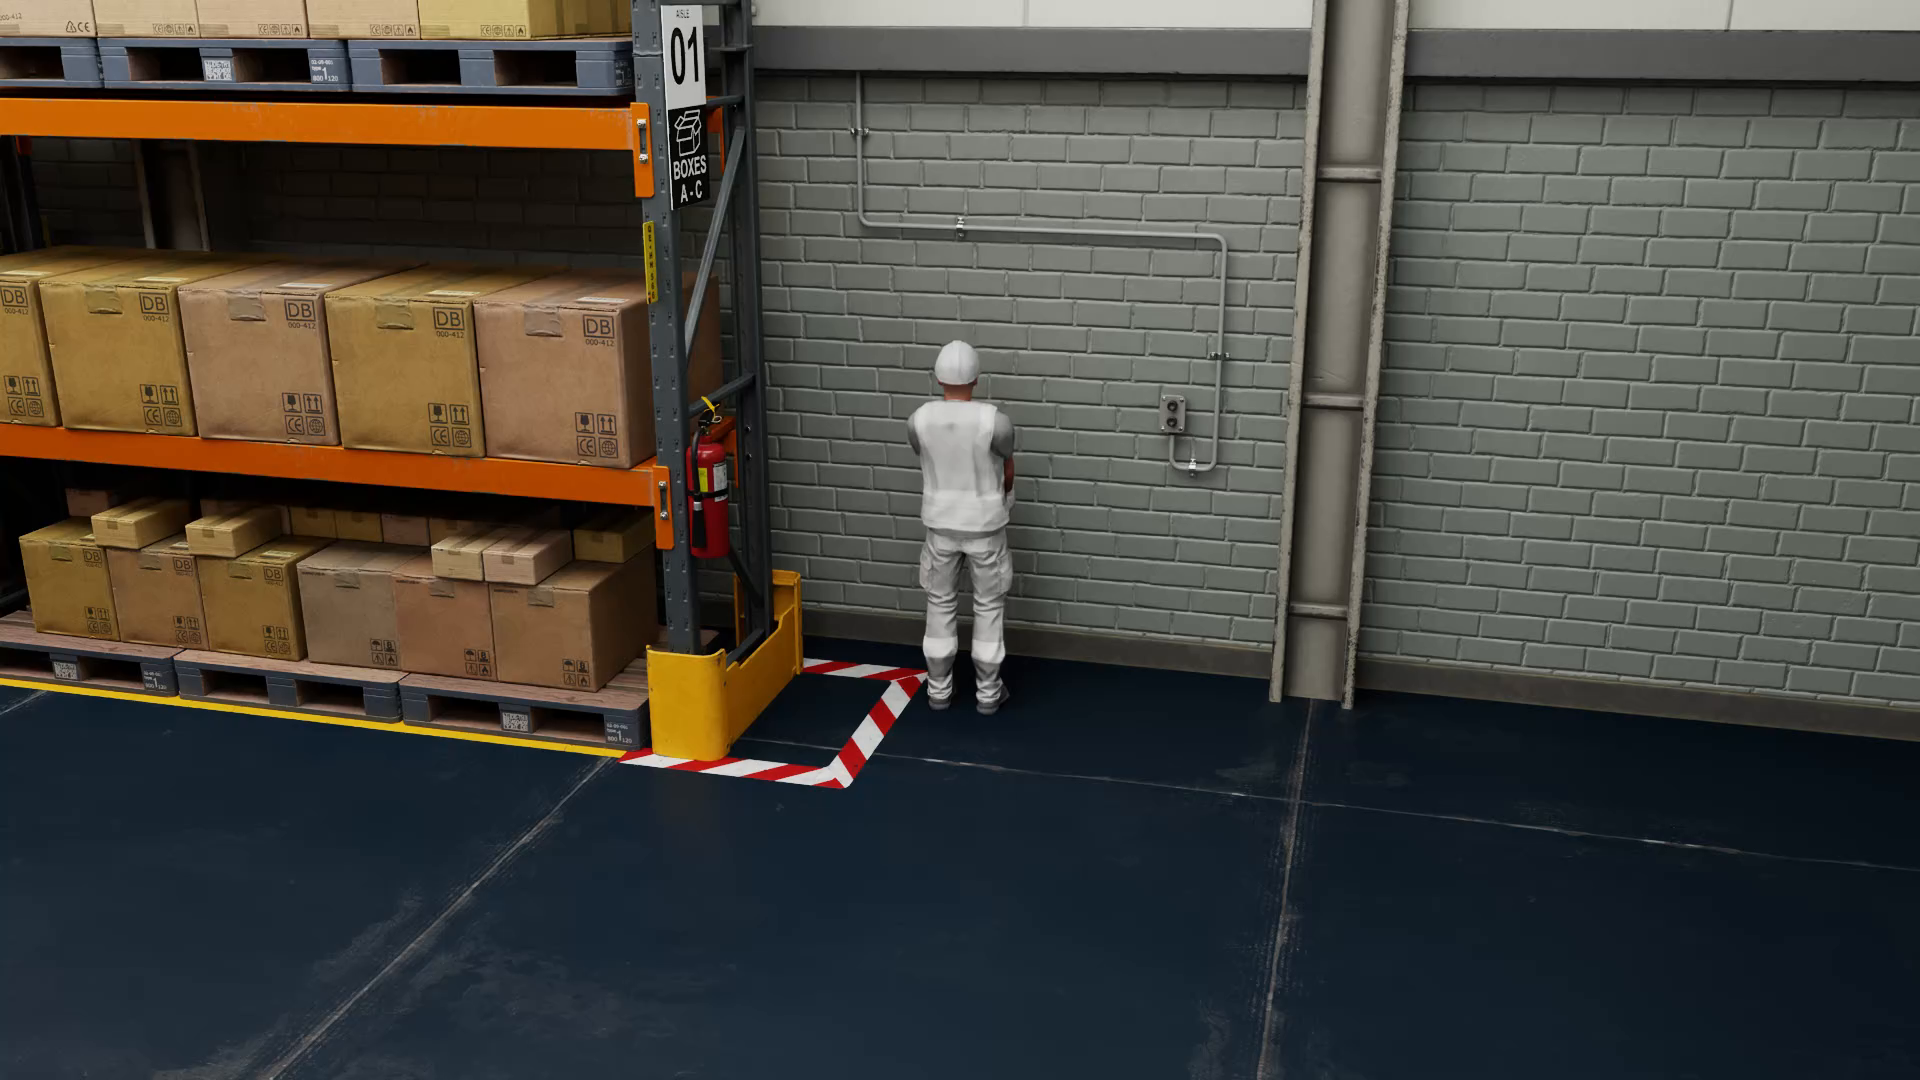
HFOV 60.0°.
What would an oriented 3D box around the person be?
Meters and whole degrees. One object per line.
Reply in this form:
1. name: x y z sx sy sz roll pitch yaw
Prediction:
1. person: 0.032 -0.085 7.787 0.494 1.782 0.564 4 18 12
